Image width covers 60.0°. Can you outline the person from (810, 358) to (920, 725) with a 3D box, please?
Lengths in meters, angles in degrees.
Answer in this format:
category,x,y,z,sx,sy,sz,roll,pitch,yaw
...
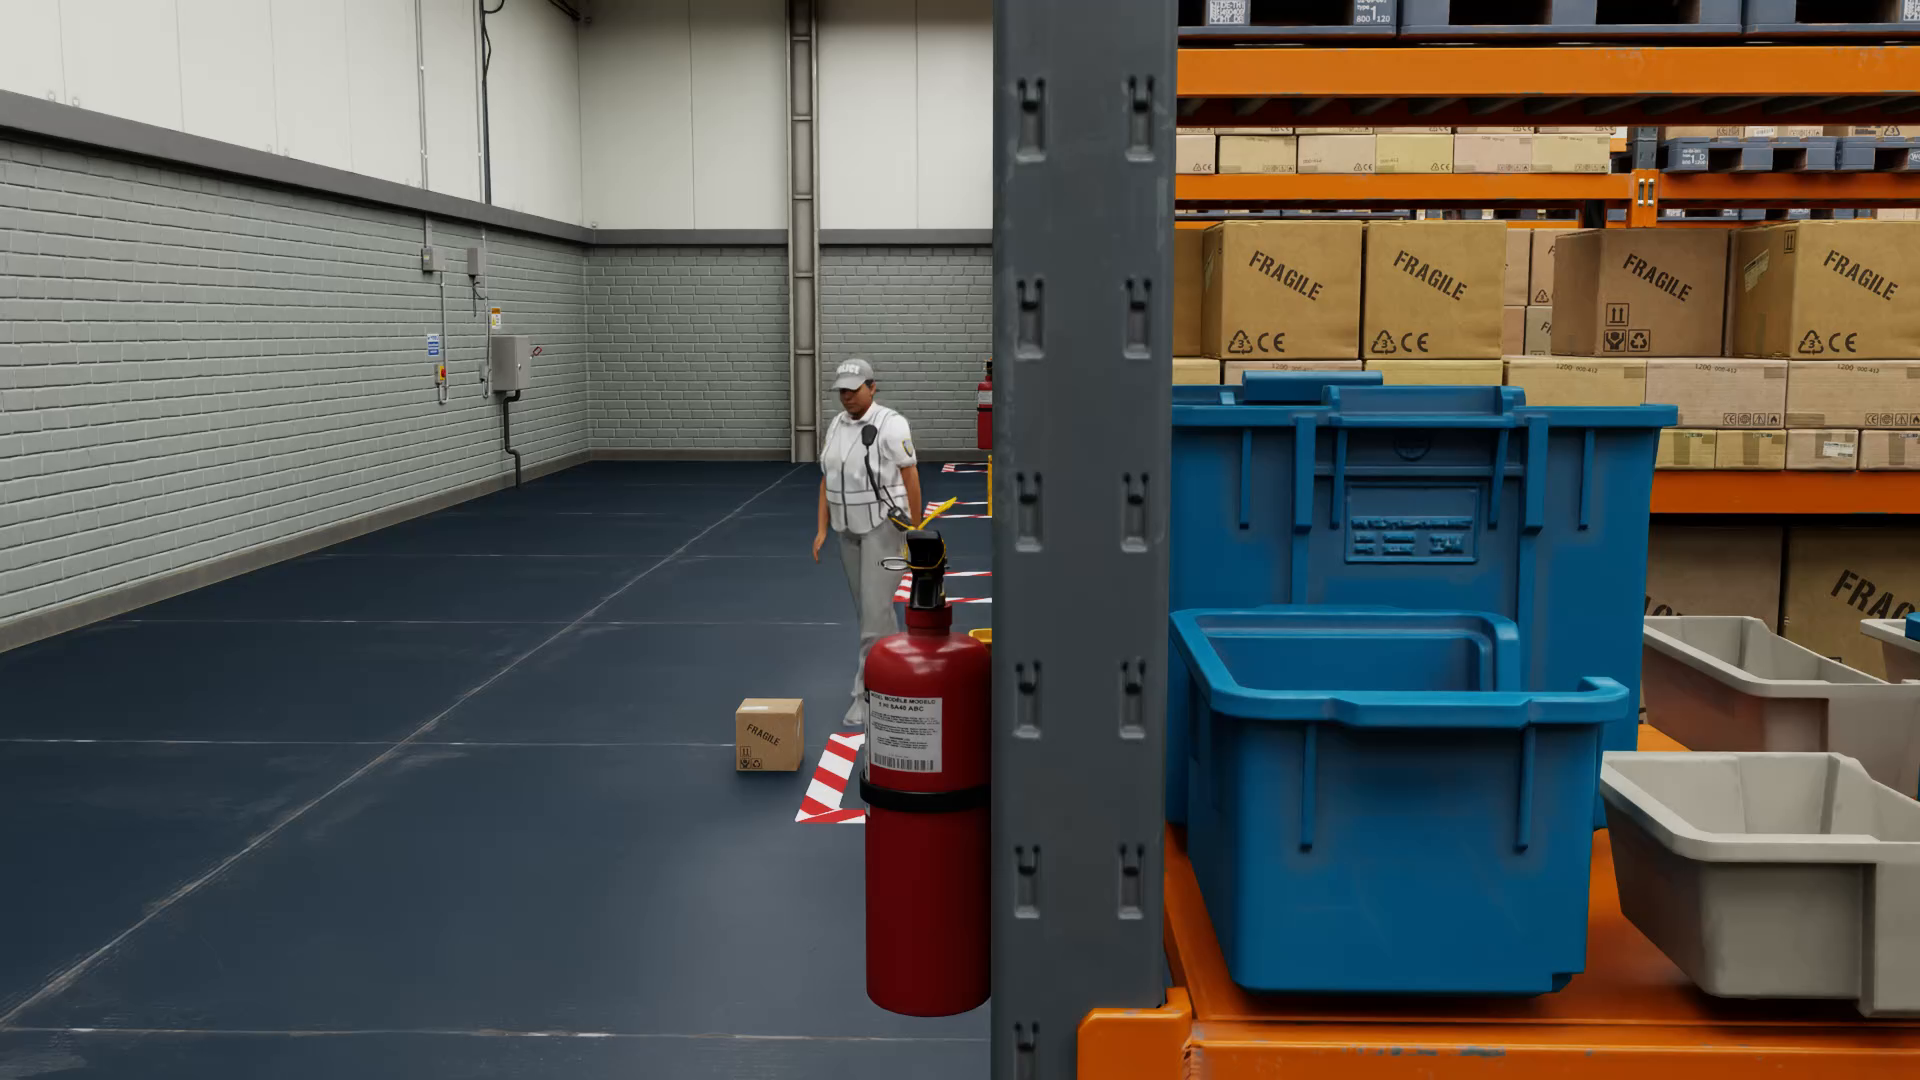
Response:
category,x,y,z,sx,sy,sz,roll,pitch,yaw
person,-0.485,-0.024,7.866,0.499,1.659,0.661,7,10,42
